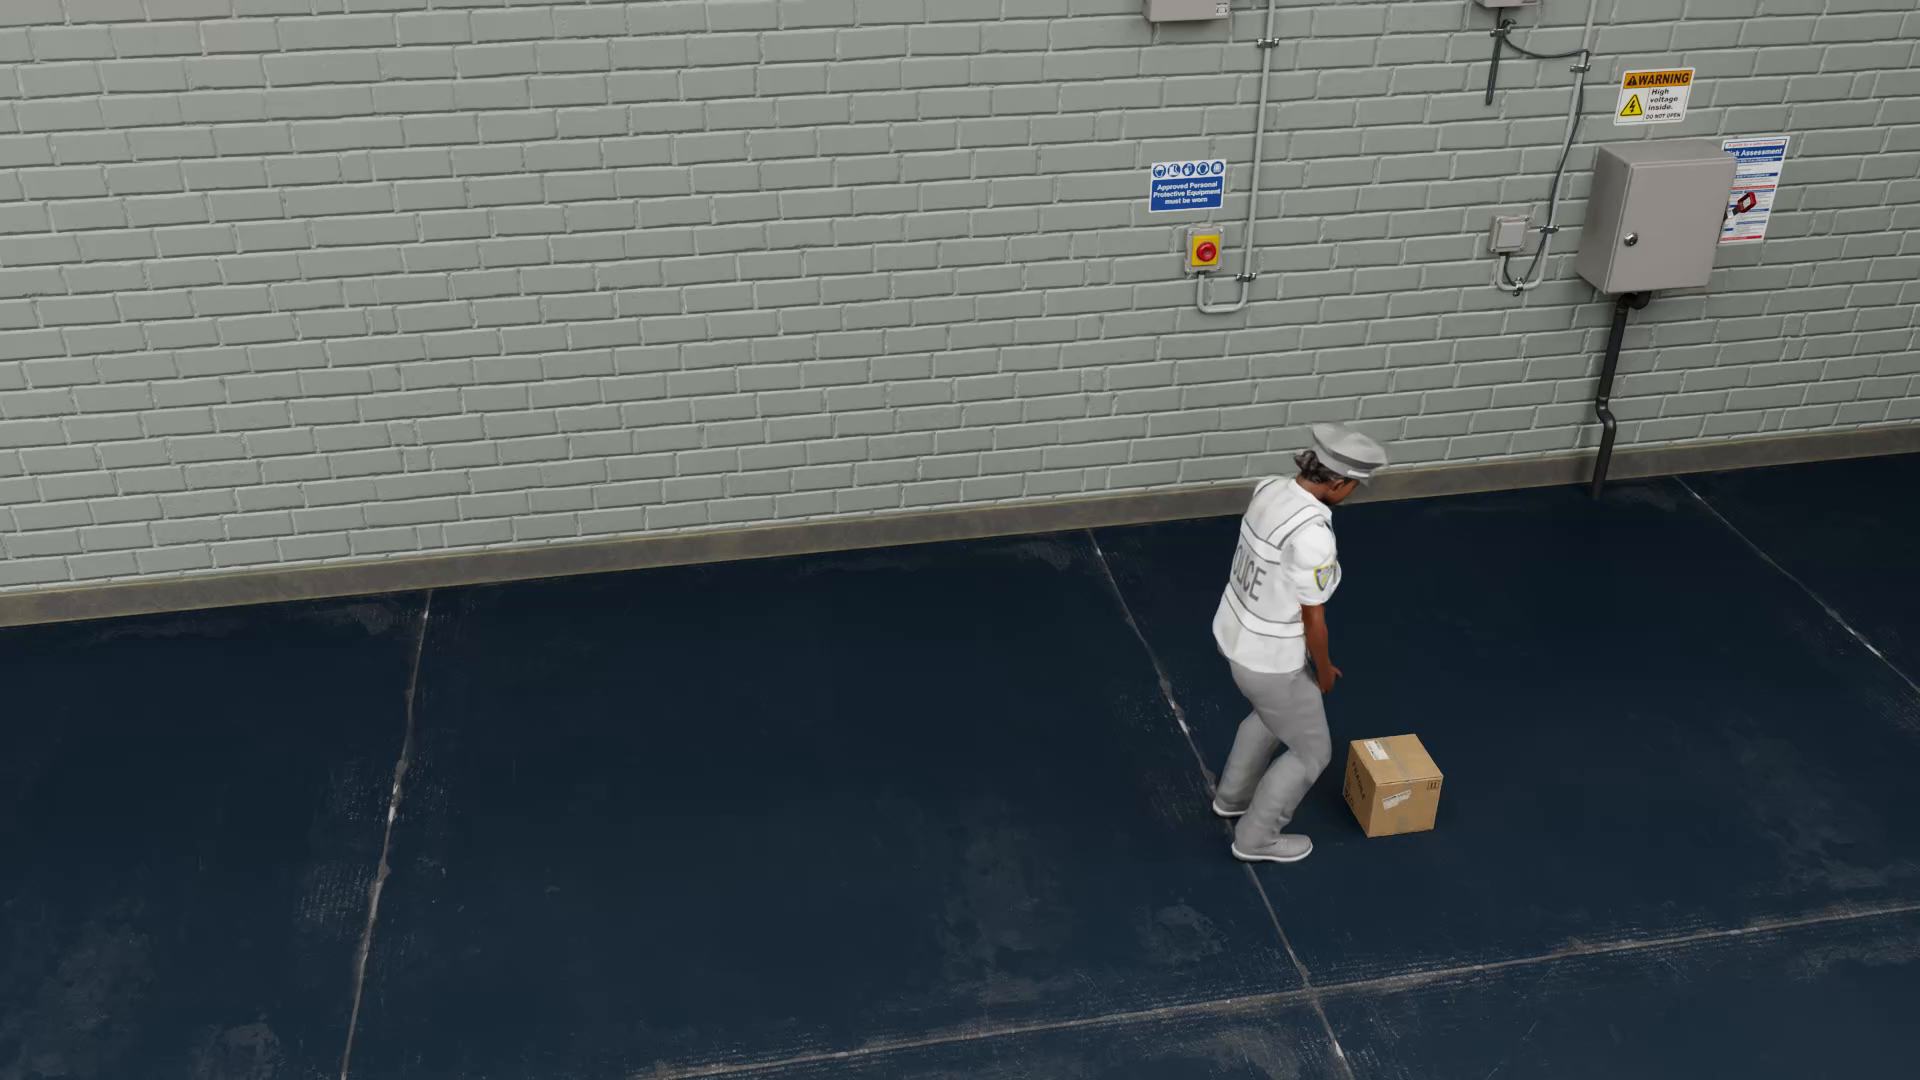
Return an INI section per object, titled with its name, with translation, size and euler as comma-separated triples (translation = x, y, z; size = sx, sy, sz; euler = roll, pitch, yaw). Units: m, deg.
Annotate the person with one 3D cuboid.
[person]
translation = 1.102, 0.350, 5.629
size = 0.500, 1.592, 0.469
euler = -5, 31, -8
